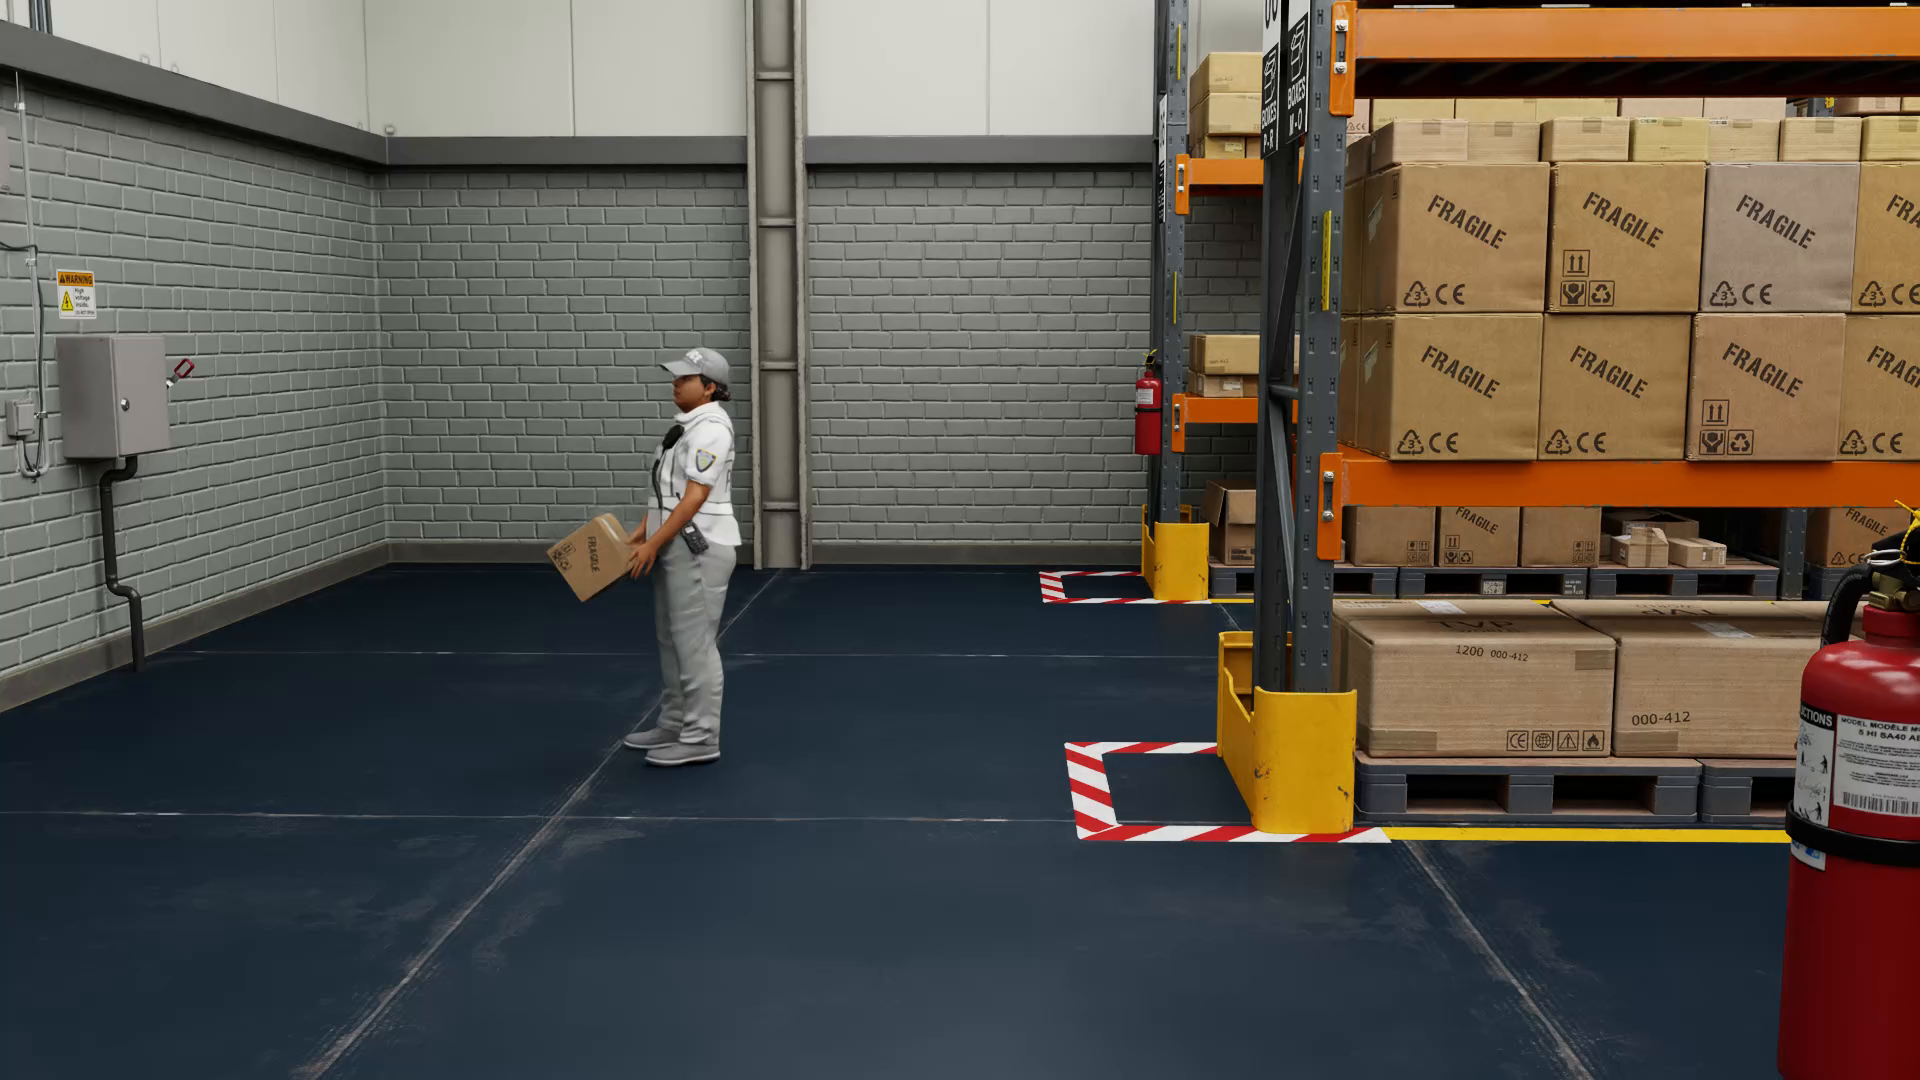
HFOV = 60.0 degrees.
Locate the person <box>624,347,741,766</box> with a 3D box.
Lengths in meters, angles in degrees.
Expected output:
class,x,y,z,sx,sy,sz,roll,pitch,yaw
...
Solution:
class,x,y,z,sx,sy,sz,roll,pitch,yaw
person,-1.133,0.061,6.732,0.462,1.674,0.547,-2,8,-18
